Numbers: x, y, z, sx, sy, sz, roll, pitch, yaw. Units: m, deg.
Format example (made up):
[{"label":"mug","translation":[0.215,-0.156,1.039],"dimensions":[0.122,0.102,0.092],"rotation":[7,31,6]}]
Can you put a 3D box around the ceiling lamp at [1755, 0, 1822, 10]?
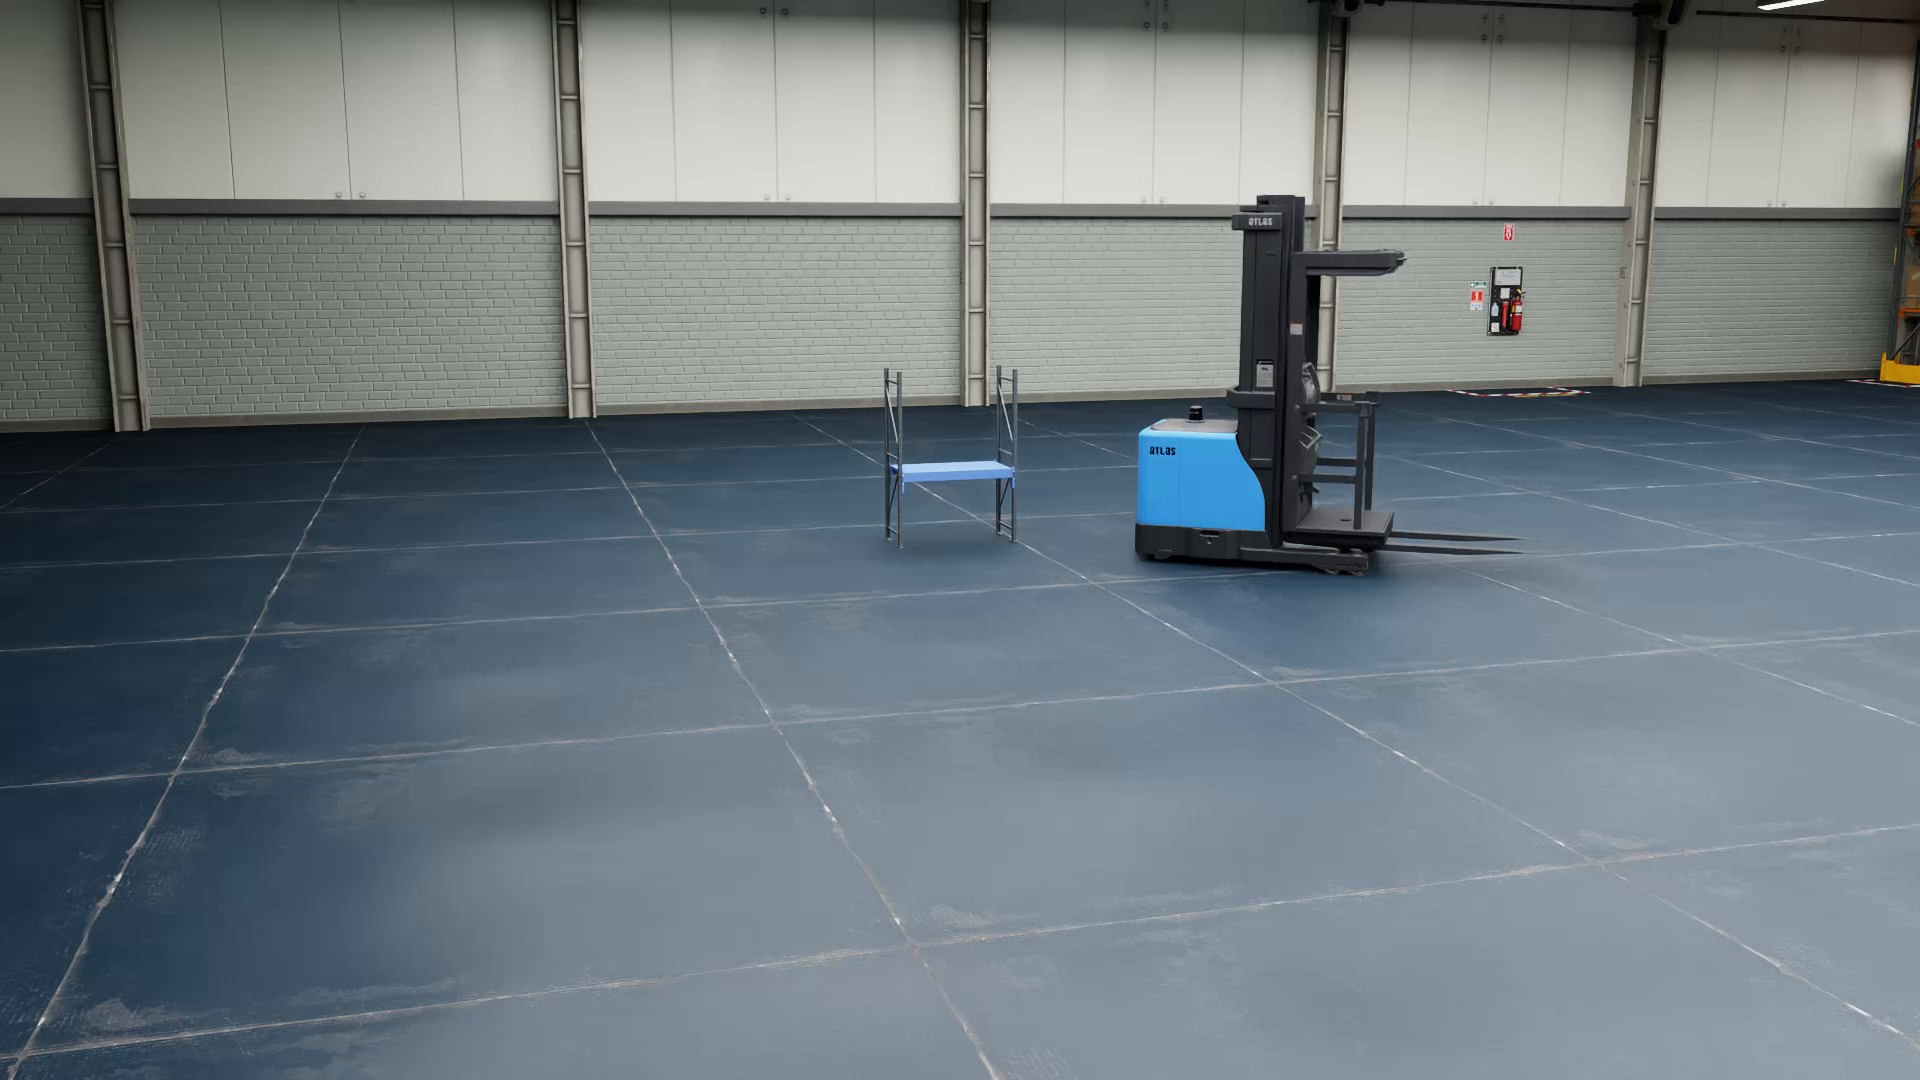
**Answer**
[{"label":"ceiling lamp","translation":[11.717,-9.077,22.874],"dimensions":[0.800,3.185,2.000],"rotation":[-3,11,-16]}]

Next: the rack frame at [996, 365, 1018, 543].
[{"label":"rack frame","translation":[0.406,-0.759,14.527],"dimensions":[0.032,1.500,0.500],"rotation":[-3,11,-16]}]

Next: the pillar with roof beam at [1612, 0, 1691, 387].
[{"label":"pillar with roof beam","translation":[12.951,-6.395,24.427],"dimensions":[0.548,9.000,9.100],"rotation":[-3,11,-16]}]

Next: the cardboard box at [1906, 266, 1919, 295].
[{"label":"cardboard box","translation":[17.471,-4.676,29.950],"dimensions":[0.500,0.500,0.500],"rotation":[-3,11,-17]}]

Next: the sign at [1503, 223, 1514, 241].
[{"label":"sign","translation":[9.329,-5.231,28.274],"dimensions":[0.199,0.298,0.001],"rotation":[-3,11,-16]}]

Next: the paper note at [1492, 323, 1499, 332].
[{"label":"paper note","translation":[9.175,-3.644,28.489],"dimensions":[0.142,0.148,0.016],"rotation":[-3,11,-16]}]

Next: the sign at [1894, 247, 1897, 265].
[{"label":"sign","translation":[16.942,-5.133,30.072],"dimensions":[0.005,0.325,0.100],"rotation":[-3,11,-16]}]

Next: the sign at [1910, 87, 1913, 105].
[{"label":"sign","translation":[16.943,-7.896,29.563],"dimensions":[0.005,0.325,0.100],"rotation":[-3,11,-16]}]

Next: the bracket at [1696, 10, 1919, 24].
[{"label":"bracket","translation":[14.719,-9.003,28.654],"dimensions":[4.783,0.066,0.076],"rotation":[-3,11,-16]}]

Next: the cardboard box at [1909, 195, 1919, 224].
[{"label":"cardboard box","translation":[17.408,-5.910,29.747],"dimensions":[0.500,0.500,0.500],"rotation":[-2,11,-12]}]

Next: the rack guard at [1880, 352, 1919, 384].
[{"label":"rack guard","translation":[17.151,-3.085,29.923],"dimensions":[0.348,0.500,1.175],"rotation":[-3,11,-16]}]

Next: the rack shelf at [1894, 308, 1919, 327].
[{"label":"rack shelf","translation":[18.999,-4.058,30.291],"dimensions":[4.000,0.370,1.077],"rotation":[-3,11,-16]}]

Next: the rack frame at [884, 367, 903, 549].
[{"label":"rack frame","translation":[-0.570,-0.708,14.247],"dimensions":[0.032,1.500,0.500],"rotation":[-3,11,-16]}]

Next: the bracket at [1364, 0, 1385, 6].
[{"label":"bracket","translation":[6.485,-8.569,26.296],"dimensions":[0.430,0.232,0.235],"rotation":[-3,11,-16]}]

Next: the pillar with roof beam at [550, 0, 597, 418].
[{"label":"pillar with roof beam","translation":[-4.332,-5.484,19.479],"dimensions":[0.400,9.000,9.100],"rotation":[-3,11,-16]}]

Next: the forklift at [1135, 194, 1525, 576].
[{"label":"forklift","translation":[3.010,-1.270,13.349],"dimensions":[3.031,2.935,1.130],"rotation":[3,11,18]}]

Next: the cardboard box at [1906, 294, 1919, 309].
[{"label":"cardboard box","translation":[17.473,-4.304,29.999],"dimensions":[0.500,0.250,0.500],"rotation":[-3,11,-15]}]

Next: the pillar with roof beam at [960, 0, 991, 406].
[{"label":"pillar with roof beam","translation":[1.429,-5.787,21.129],"dimensions":[0.548,9.000,9.100],"rotation":[-3,11,-16]}]

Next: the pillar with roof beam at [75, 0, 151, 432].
[{"label":"pillar with roof beam","translation":[-10.092,-5.180,17.830],"dimensions":[0.400,9.000,9.100],"rotation":[-3,11,-16]}]

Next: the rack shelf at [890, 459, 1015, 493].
[{"label":"rack shelf","translation":[-0.082,-0.556,14.420],"dimensions":[1.000,0.185,0.538],"rotation":[-3,11,-16]}]

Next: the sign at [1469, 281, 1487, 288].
[{"label":"sign","translation":[8.812,-4.341,28.279],"dimensions":[0.331,0.109,0.001],"rotation":[-3,11,-16]}]

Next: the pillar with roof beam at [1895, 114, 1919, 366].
[{"label":"pillar with roof beam","translation":[18.712,-6.698,26.077],"dimensions":[0.400,9.000,9.100],"rotation":[-3,11,-16]}]

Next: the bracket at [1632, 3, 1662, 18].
[{"label":"bracket","translation":[11.449,-8.831,27.717],"dimensions":[0.430,0.232,0.235],"rotation":[-3,11,-16]}]

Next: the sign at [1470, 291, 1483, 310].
[{"label":"sign","translation":[8.805,-4.082,28.335],"dimensions":[0.234,0.329,0.001],"rotation":[-3,11,-16]}]

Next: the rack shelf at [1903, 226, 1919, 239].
[{"label":"rack shelf","translation":[18.999,-5.533,30.019],"dimensions":[4.000,0.370,1.077],"rotation":[-3,11,-16]}]

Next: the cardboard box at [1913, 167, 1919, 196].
[{"label":"cardboard box","translation":[17.419,-6.404,29.668],"dimensions":[0.500,0.500,0.500],"rotation":[-3,11,-13]}]

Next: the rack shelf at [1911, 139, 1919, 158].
[{"label":"rack shelf","translation":[18.999,-7.007,29.748],"dimensions":[4.000,0.370,1.077],"rotation":[-3,11,-16]}]

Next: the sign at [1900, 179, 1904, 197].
[{"label":"sign","translation":[16.942,-6.319,29.854],"dimensions":[0.005,0.325,0.100],"rotation":[-3,11,-16]}]

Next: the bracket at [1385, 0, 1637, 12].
[{"label":"bracket","translation":[8.958,-8.699,27.004],"dimensions":[4.783,0.066,0.076],"rotation":[-3,11,-16]}]

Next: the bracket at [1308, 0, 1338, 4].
[{"label":"bracket","translation":[5.688,-8.527,26.068],"dimensions":[0.430,0.232,0.235],"rotation":[-3,11,-16]}]

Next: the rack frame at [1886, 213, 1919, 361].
[{"label":"rack frame","translation":[17.078,-4.310,29.676],"dimensions":[0.127,3.000,1.000],"rotation":[-3,11,-16]}]

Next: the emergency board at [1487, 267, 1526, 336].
[{"label":"emergency board","translation":[9.364,-4.074,28.392],"dimensions":[0.643,1.169,0.194],"rotation":[-3,11,-16]}]

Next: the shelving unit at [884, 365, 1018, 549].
[{"label":"shelving unit","translation":[-0.082,-0.733,14.387],"dimensions":[1.048,1.500,0.538],"rotation":[-3,11,-16]}]

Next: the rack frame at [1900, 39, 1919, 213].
[{"label":"rack frame","translation":[17.078,-7.261,29.133],"dimensions":[0.127,3.000,1.000],"rotation":[-3,11,-16]}]

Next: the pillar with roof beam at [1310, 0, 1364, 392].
[{"label":"pillar with roof beam","translation":[7.190,-6.091,22.778],"dimensions":[0.548,9.000,9.100],"rotation":[-3,11,-16]}]
